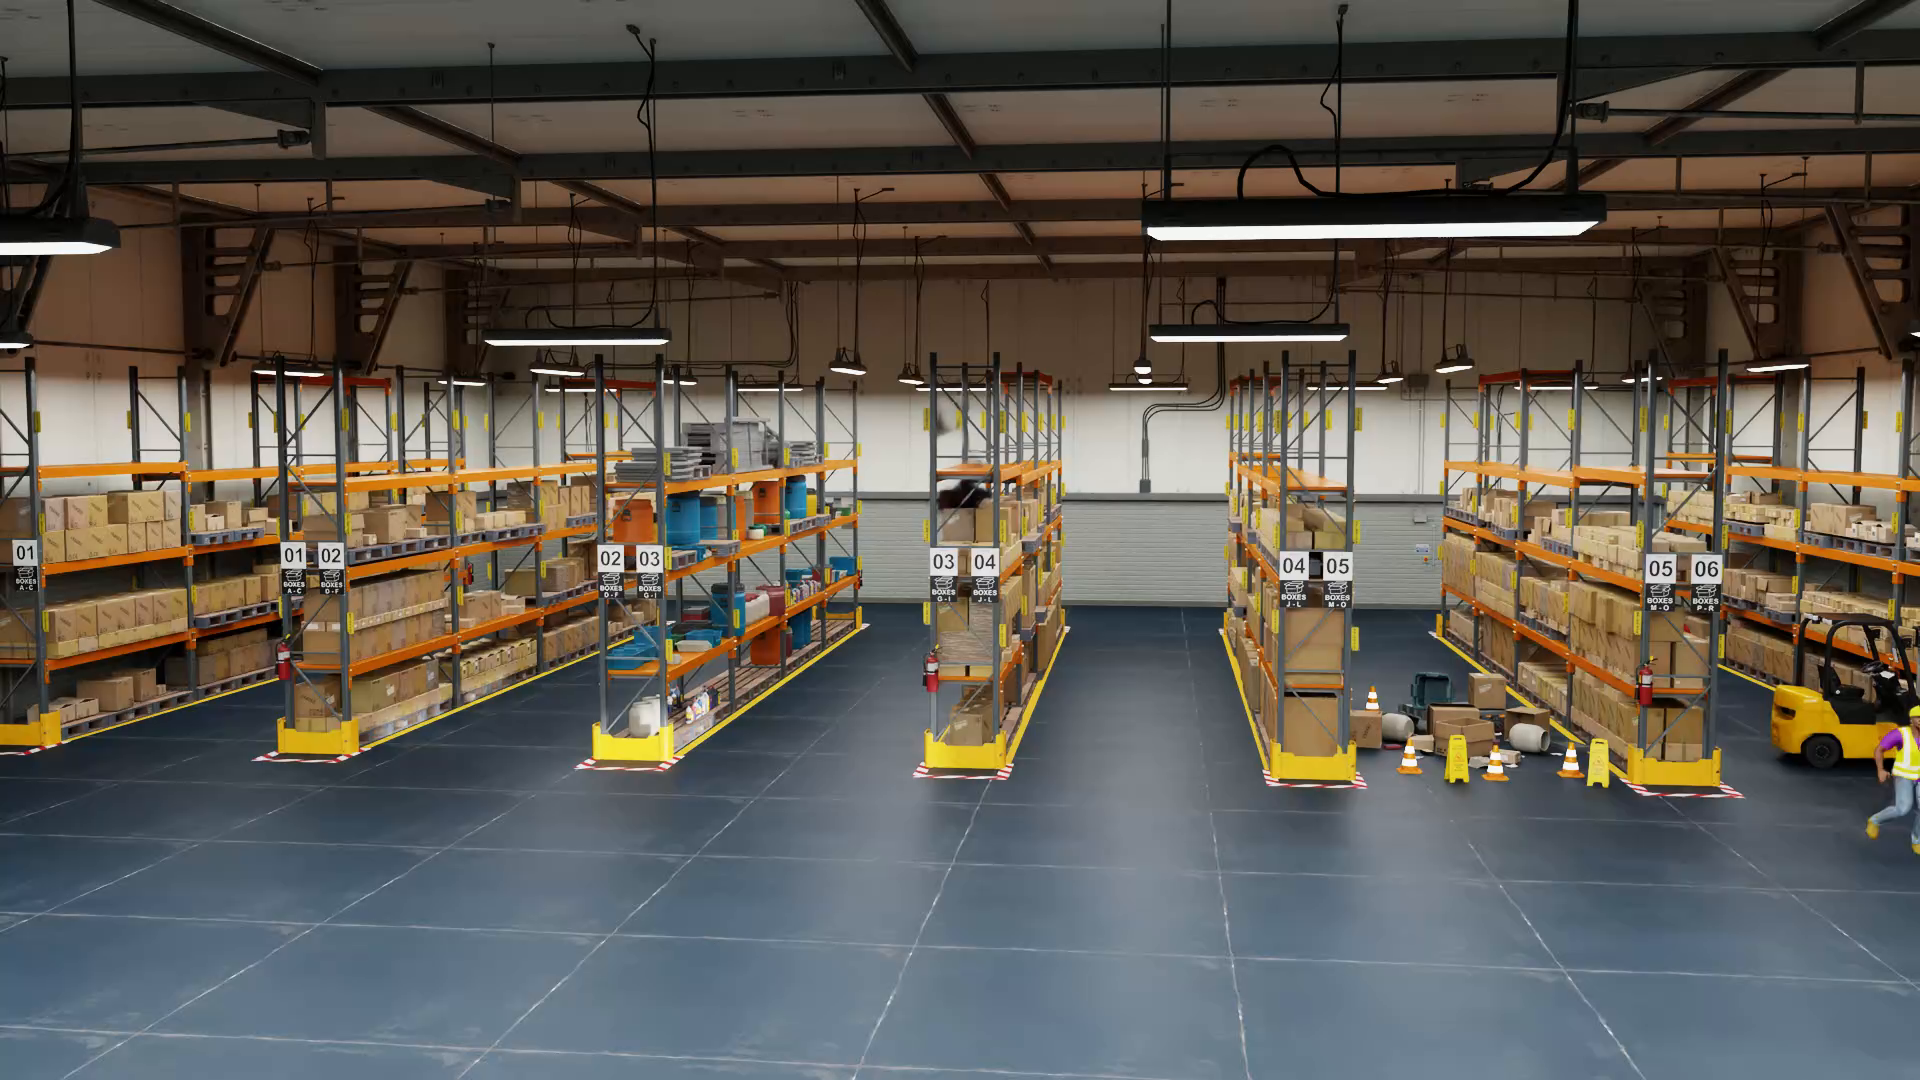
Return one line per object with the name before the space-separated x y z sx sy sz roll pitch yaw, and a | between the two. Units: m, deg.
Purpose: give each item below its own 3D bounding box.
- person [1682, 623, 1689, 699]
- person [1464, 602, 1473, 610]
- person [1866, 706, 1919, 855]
person | 12.705 2.048 29.776 0.683 1.683 0.778 0 4 3
person | 12.365 1.371 39.976 0.490 1.634 0.671 4 5 42
person | 11.125 2.792 19.450 0.837 1.738 0.572 0 4 -1
